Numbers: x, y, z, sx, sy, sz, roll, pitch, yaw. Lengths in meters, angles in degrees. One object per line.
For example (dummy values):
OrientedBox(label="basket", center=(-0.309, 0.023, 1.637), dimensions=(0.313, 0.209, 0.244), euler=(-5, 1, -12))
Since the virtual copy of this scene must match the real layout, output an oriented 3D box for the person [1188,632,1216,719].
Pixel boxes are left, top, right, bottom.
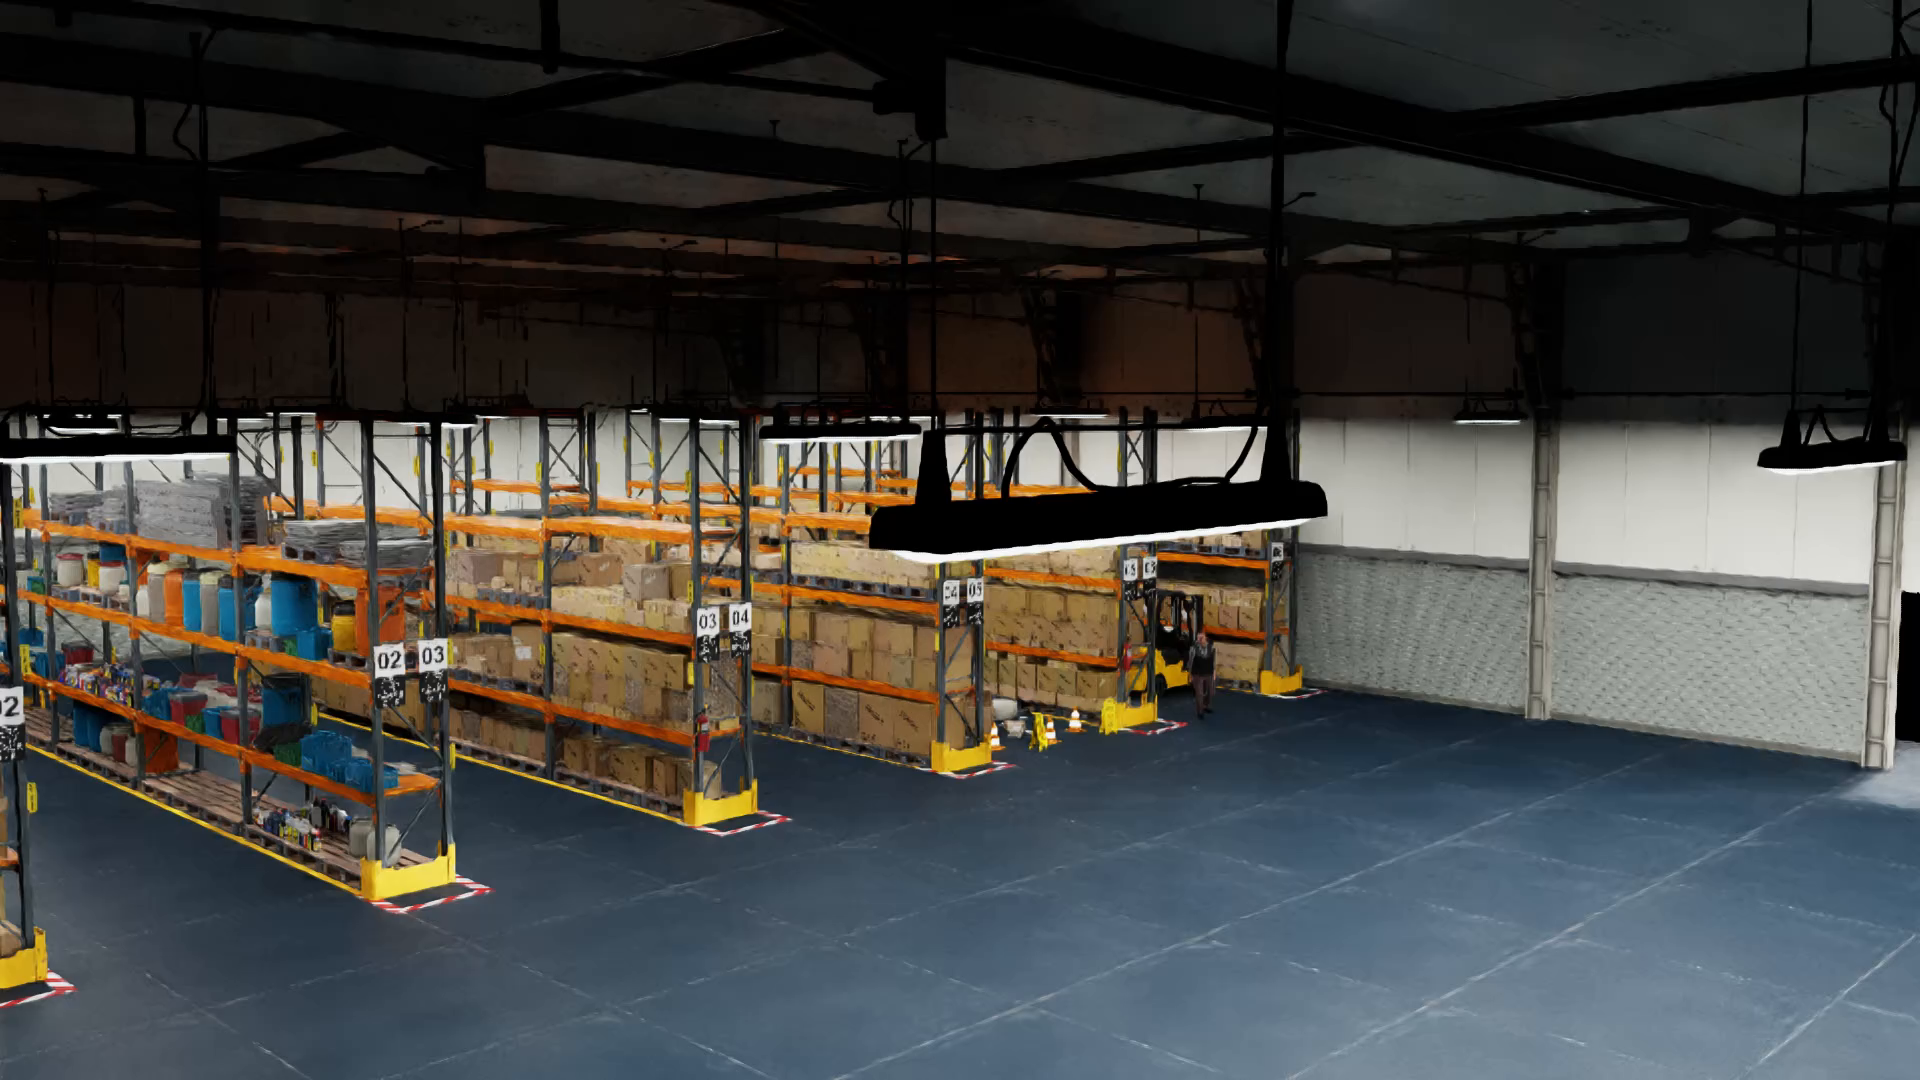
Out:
OrientedBox(label="person", center=(4.699, 2.612, 32.397), dimensions=(0.568, 1.709, 0.538), euler=(-1, 5, -11))
